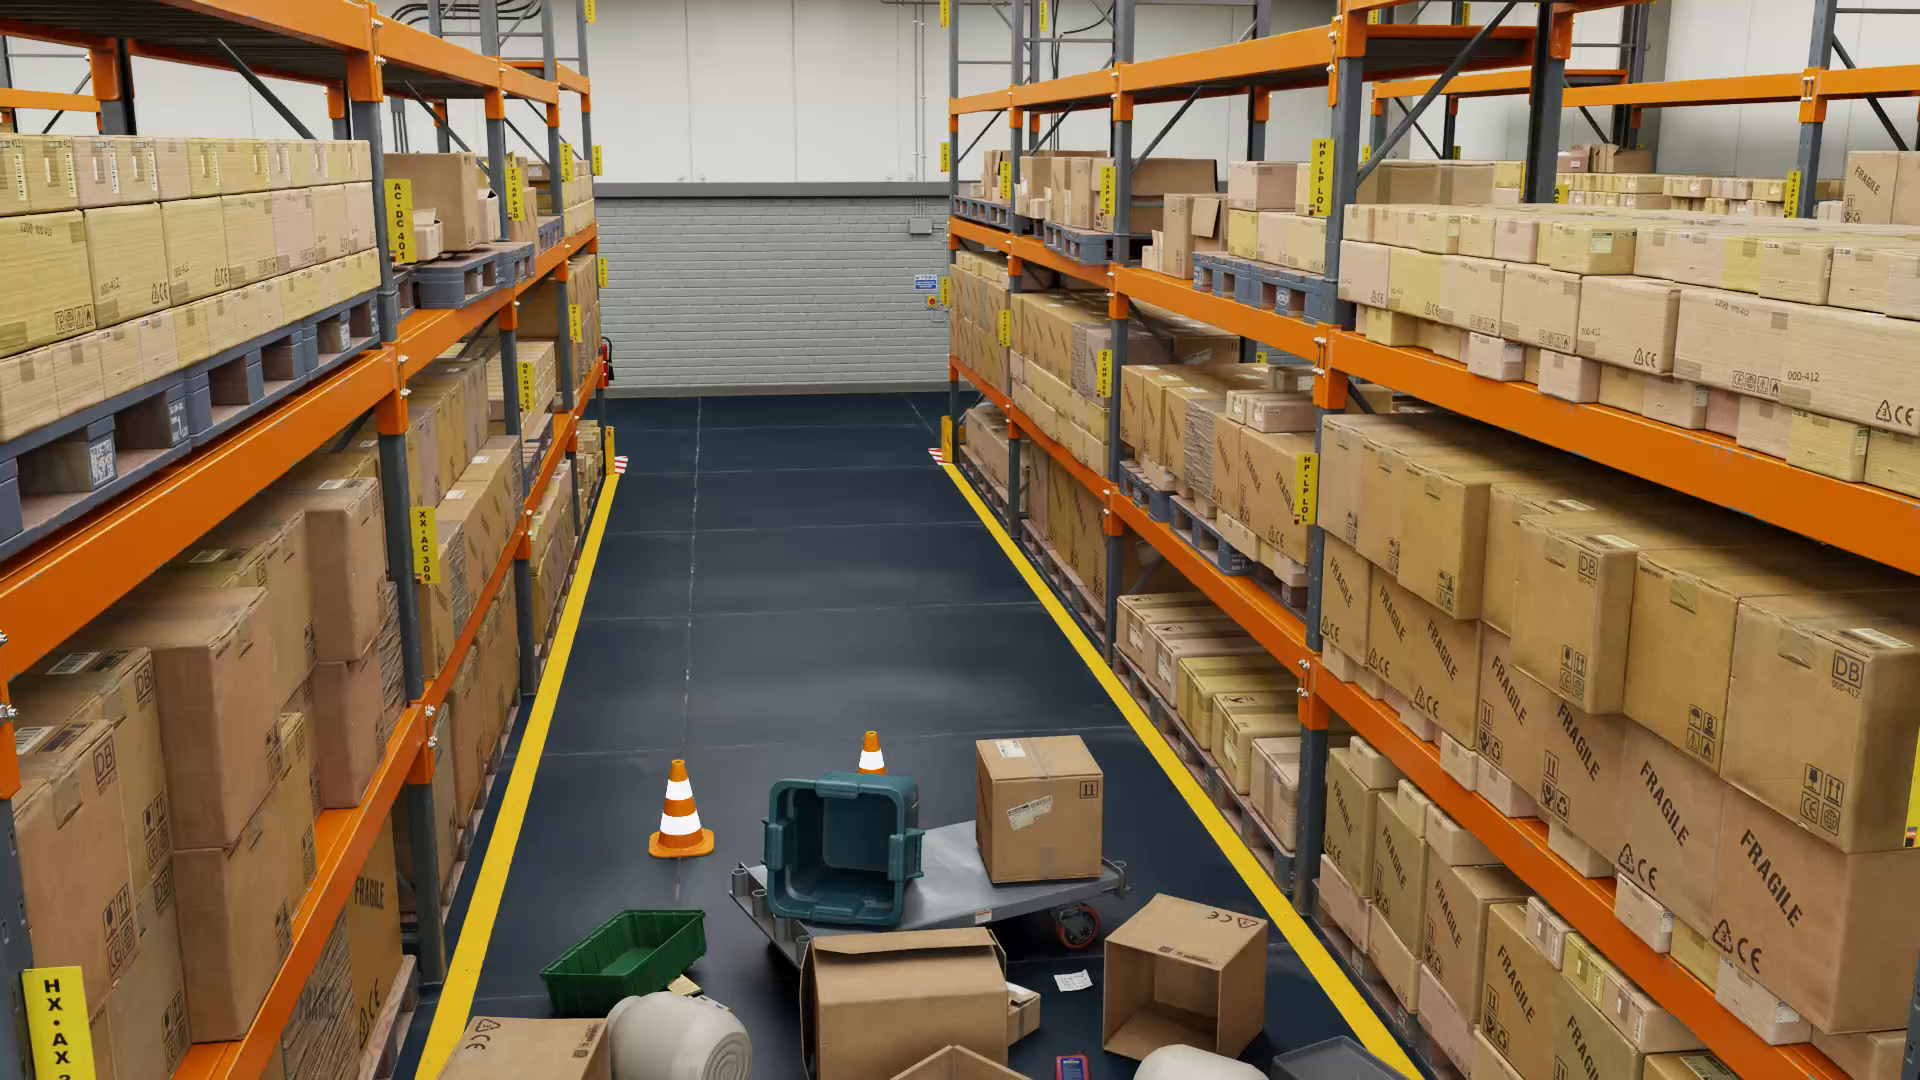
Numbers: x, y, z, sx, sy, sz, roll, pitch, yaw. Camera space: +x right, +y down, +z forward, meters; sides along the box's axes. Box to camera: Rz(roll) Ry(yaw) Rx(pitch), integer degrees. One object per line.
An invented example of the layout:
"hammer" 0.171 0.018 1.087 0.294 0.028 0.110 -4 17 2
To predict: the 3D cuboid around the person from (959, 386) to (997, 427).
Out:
"person" 0.237 -2.061 20.614 0.571 1.665 0.459 -3 14 -12
